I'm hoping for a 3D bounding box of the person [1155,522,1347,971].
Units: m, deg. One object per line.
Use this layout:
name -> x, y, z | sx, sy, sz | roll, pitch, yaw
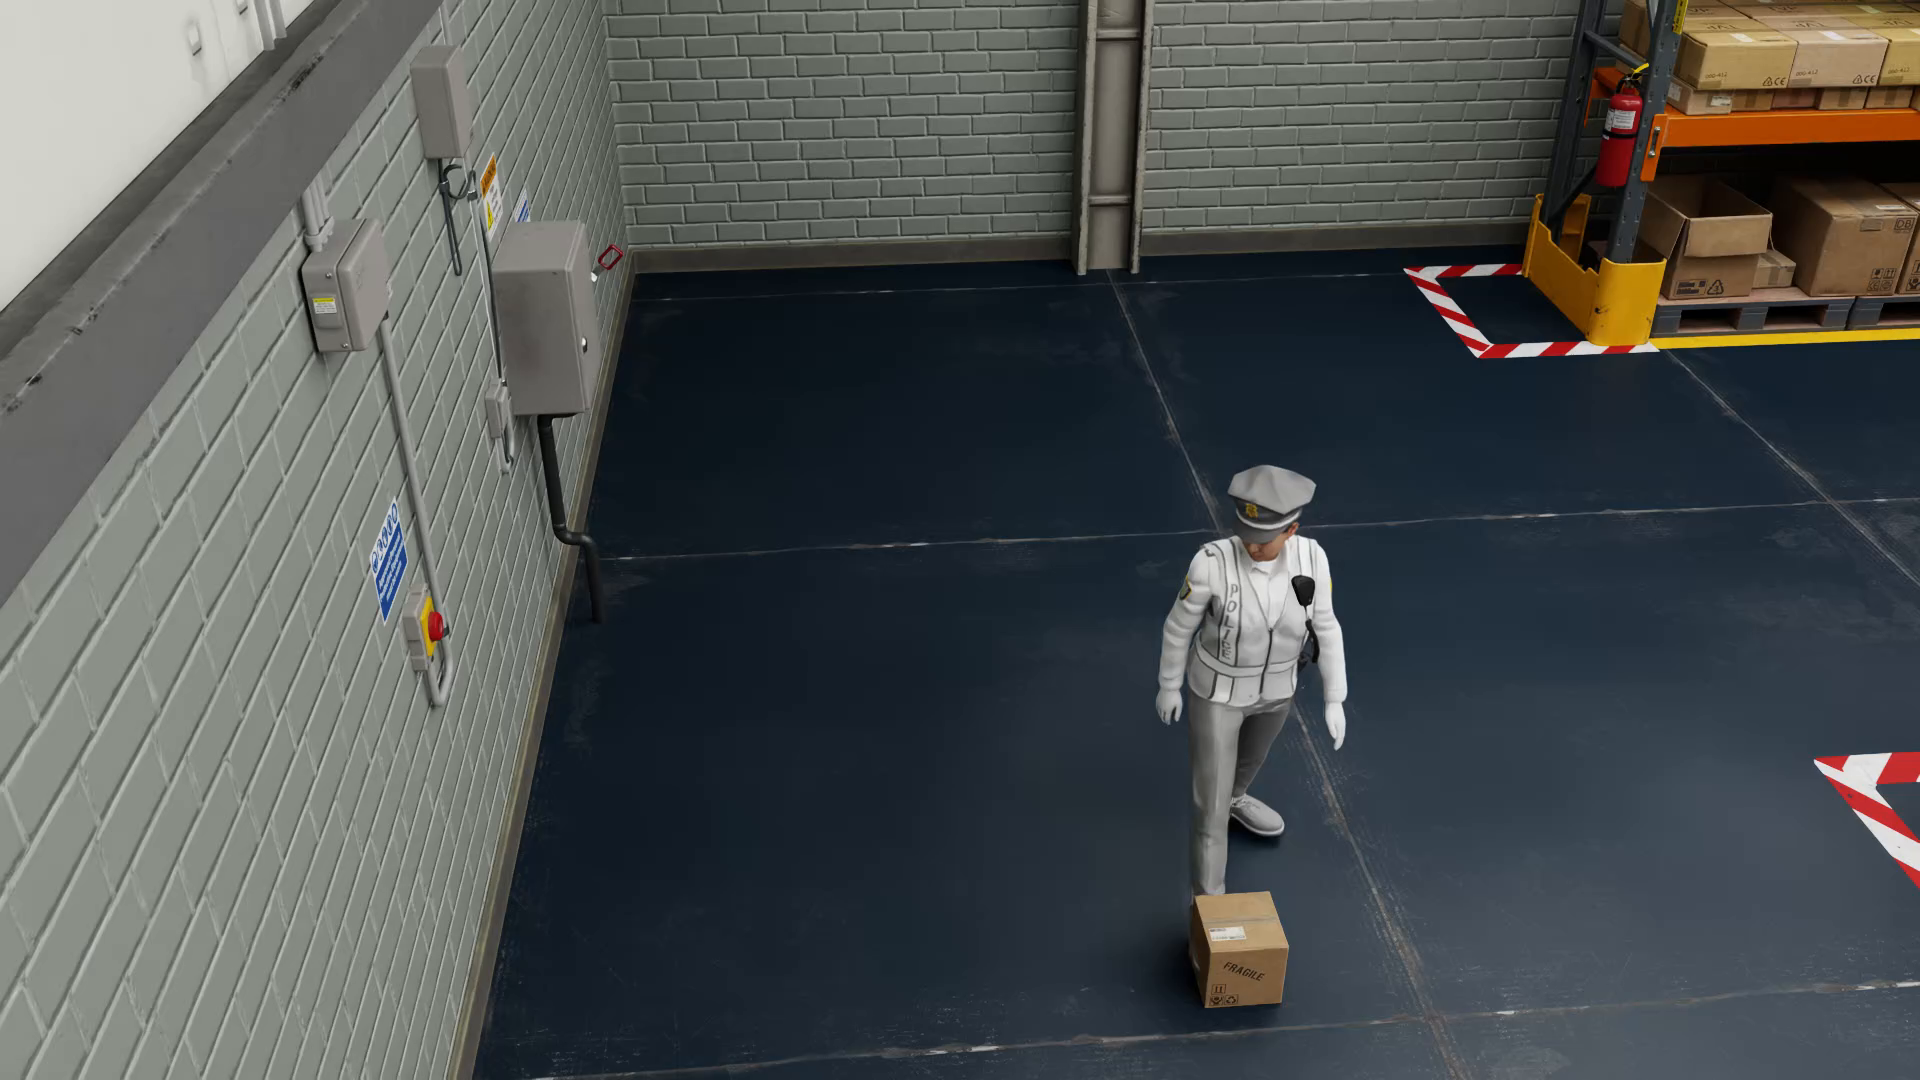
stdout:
person -> 0.938, 0.501, 5.305 | 0.604, 1.612, 0.837 | -10, 33, -16
